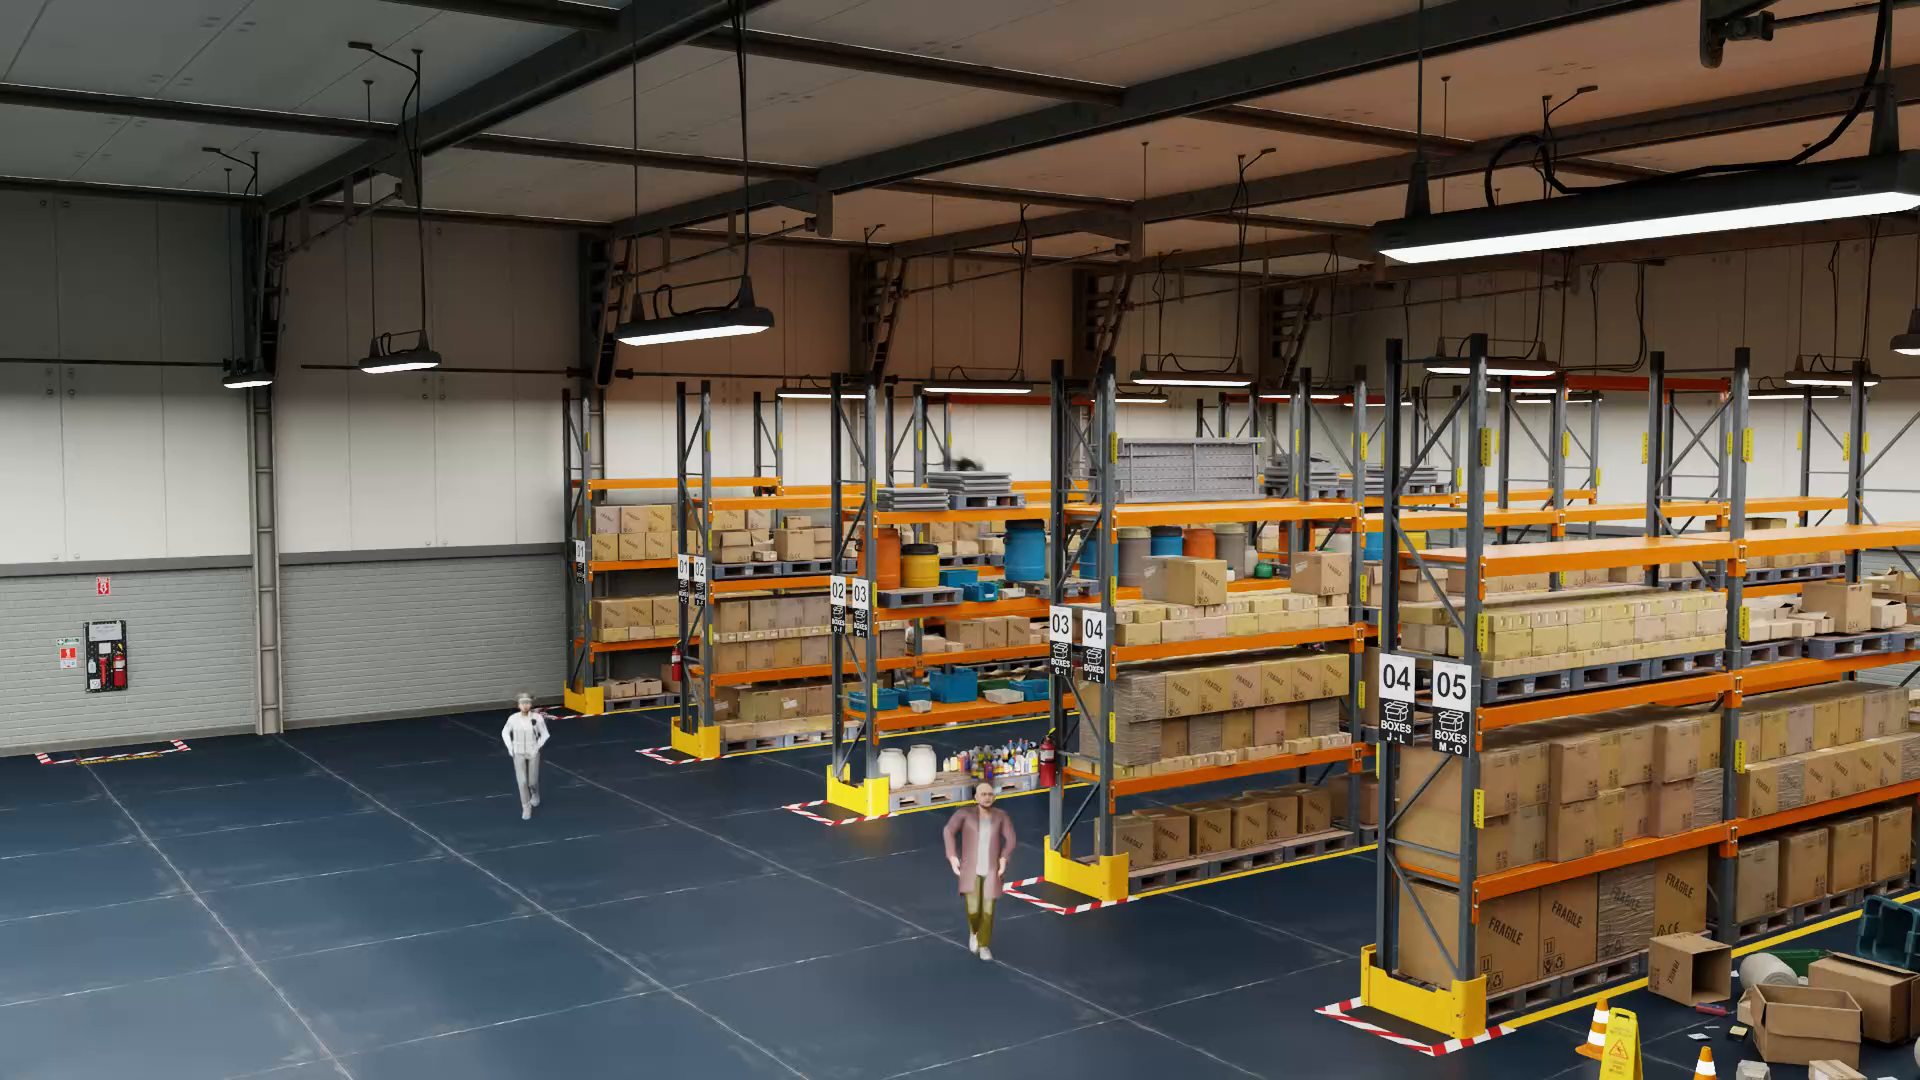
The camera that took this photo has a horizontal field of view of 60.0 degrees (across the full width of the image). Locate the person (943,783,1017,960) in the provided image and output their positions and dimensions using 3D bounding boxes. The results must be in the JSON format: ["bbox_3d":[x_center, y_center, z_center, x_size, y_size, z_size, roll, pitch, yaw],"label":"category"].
[{"bbox_3d":[0.213,3.253,16.277,0.720,1.738,0.569,0,4,-6],"label":"person"}]

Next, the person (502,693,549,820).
[{"bbox_3d":[-5.882,2.893,22.511,0.627,1.674,0.636,-1,4,-11],"label":"person"}]

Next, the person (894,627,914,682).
[{"bbox_3d":[-1.108,2.244,31.756,0.687,1.733,0.599,4,5,44],"label":"person"}]
